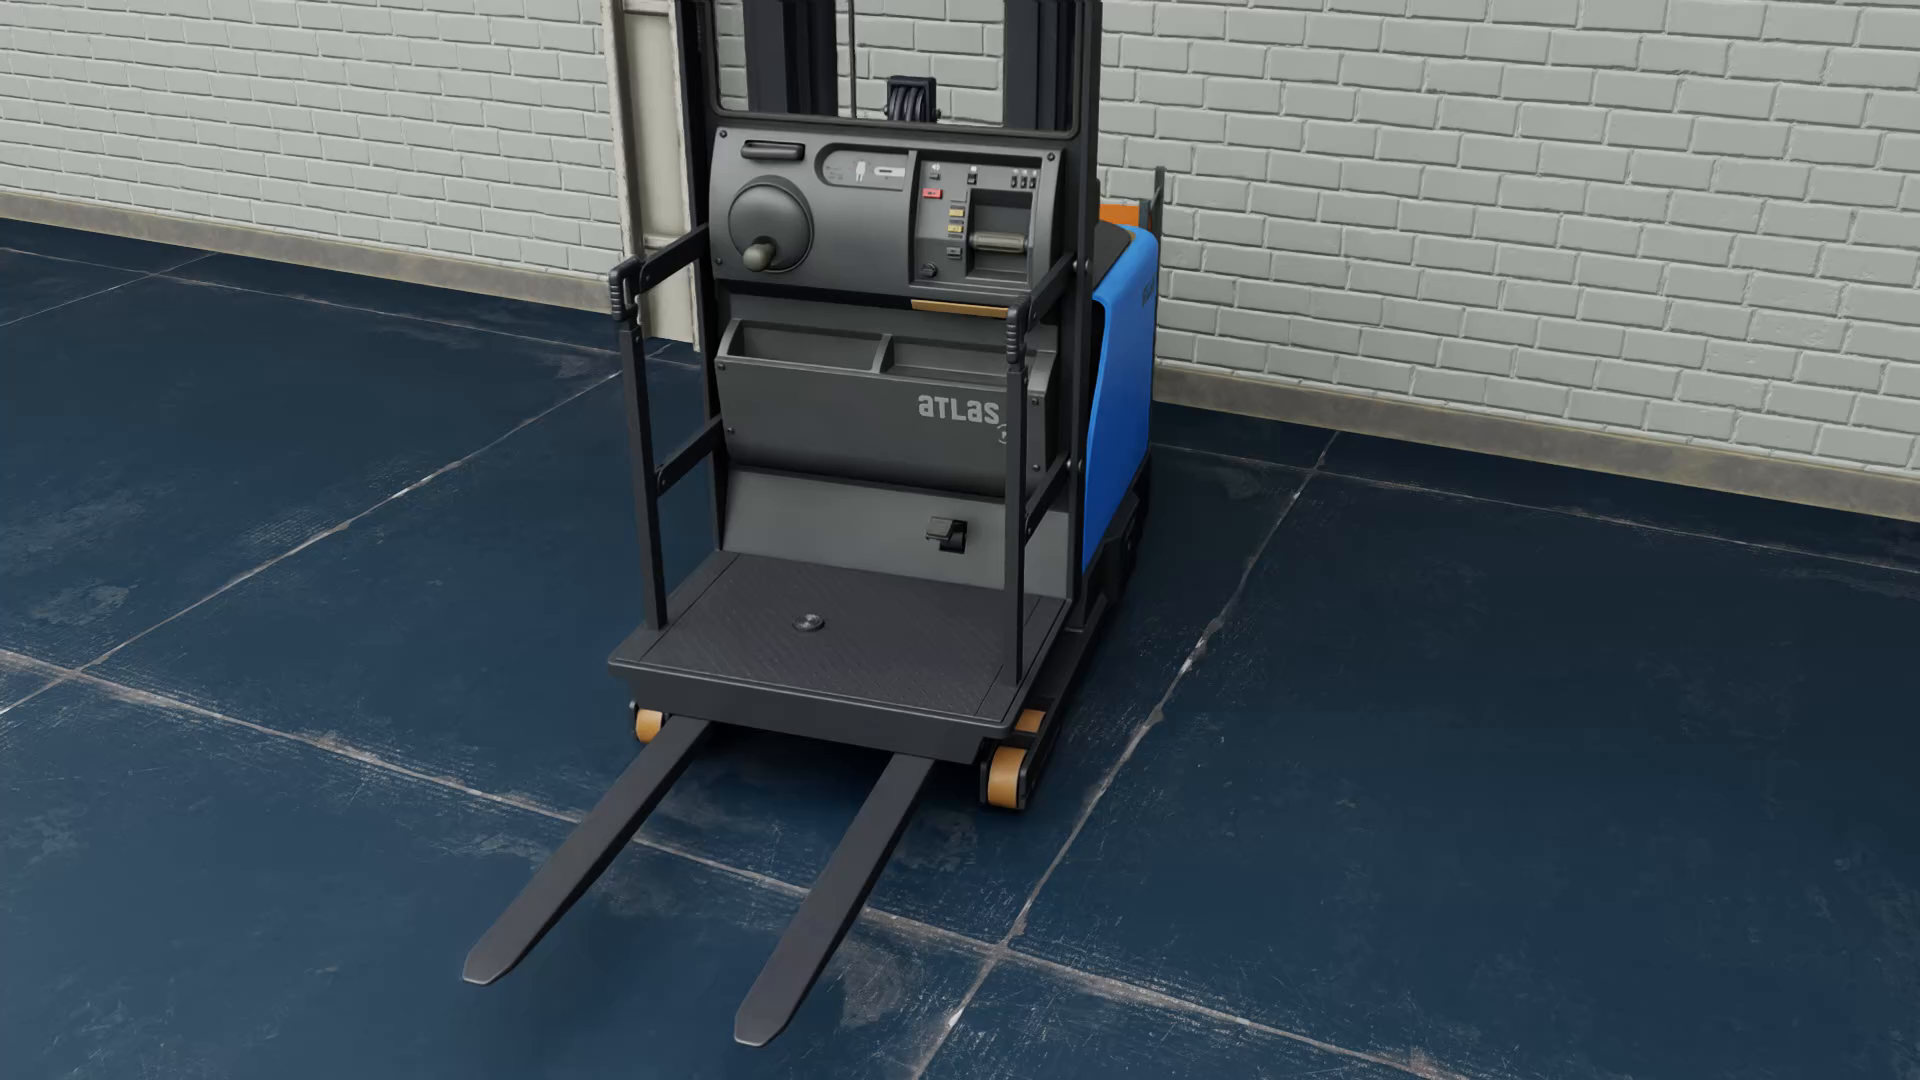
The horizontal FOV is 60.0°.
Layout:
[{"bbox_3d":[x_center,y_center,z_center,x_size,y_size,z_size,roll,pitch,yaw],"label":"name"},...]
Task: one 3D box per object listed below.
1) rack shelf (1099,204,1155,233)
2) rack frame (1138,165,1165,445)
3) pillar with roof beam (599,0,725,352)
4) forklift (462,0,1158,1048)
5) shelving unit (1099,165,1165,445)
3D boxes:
[{"bbox_3d":[0.163,-1.028,5.901,1.000,0.278,0.538,6,27,11],"label":"rack shelf"},{"bbox_3d":[0.659,-0.716,5.931,0.032,1.125,0.500,6,27,11],"label":"rack frame"},{"bbox_3d":[-3.048,-3.245,2.153,0.400,9.000,9.100,11,28,22],"label":"pillar with roof beam"},{"bbox_3d":[-0.264,-0.810,4.076,1.130,2.935,3.031,8,27,15],"label":"forklift"},{"bbox_3d":[0.163,-0.765,6.030,1.048,1.125,0.538,6,27,11],"label":"shelving unit"}]
